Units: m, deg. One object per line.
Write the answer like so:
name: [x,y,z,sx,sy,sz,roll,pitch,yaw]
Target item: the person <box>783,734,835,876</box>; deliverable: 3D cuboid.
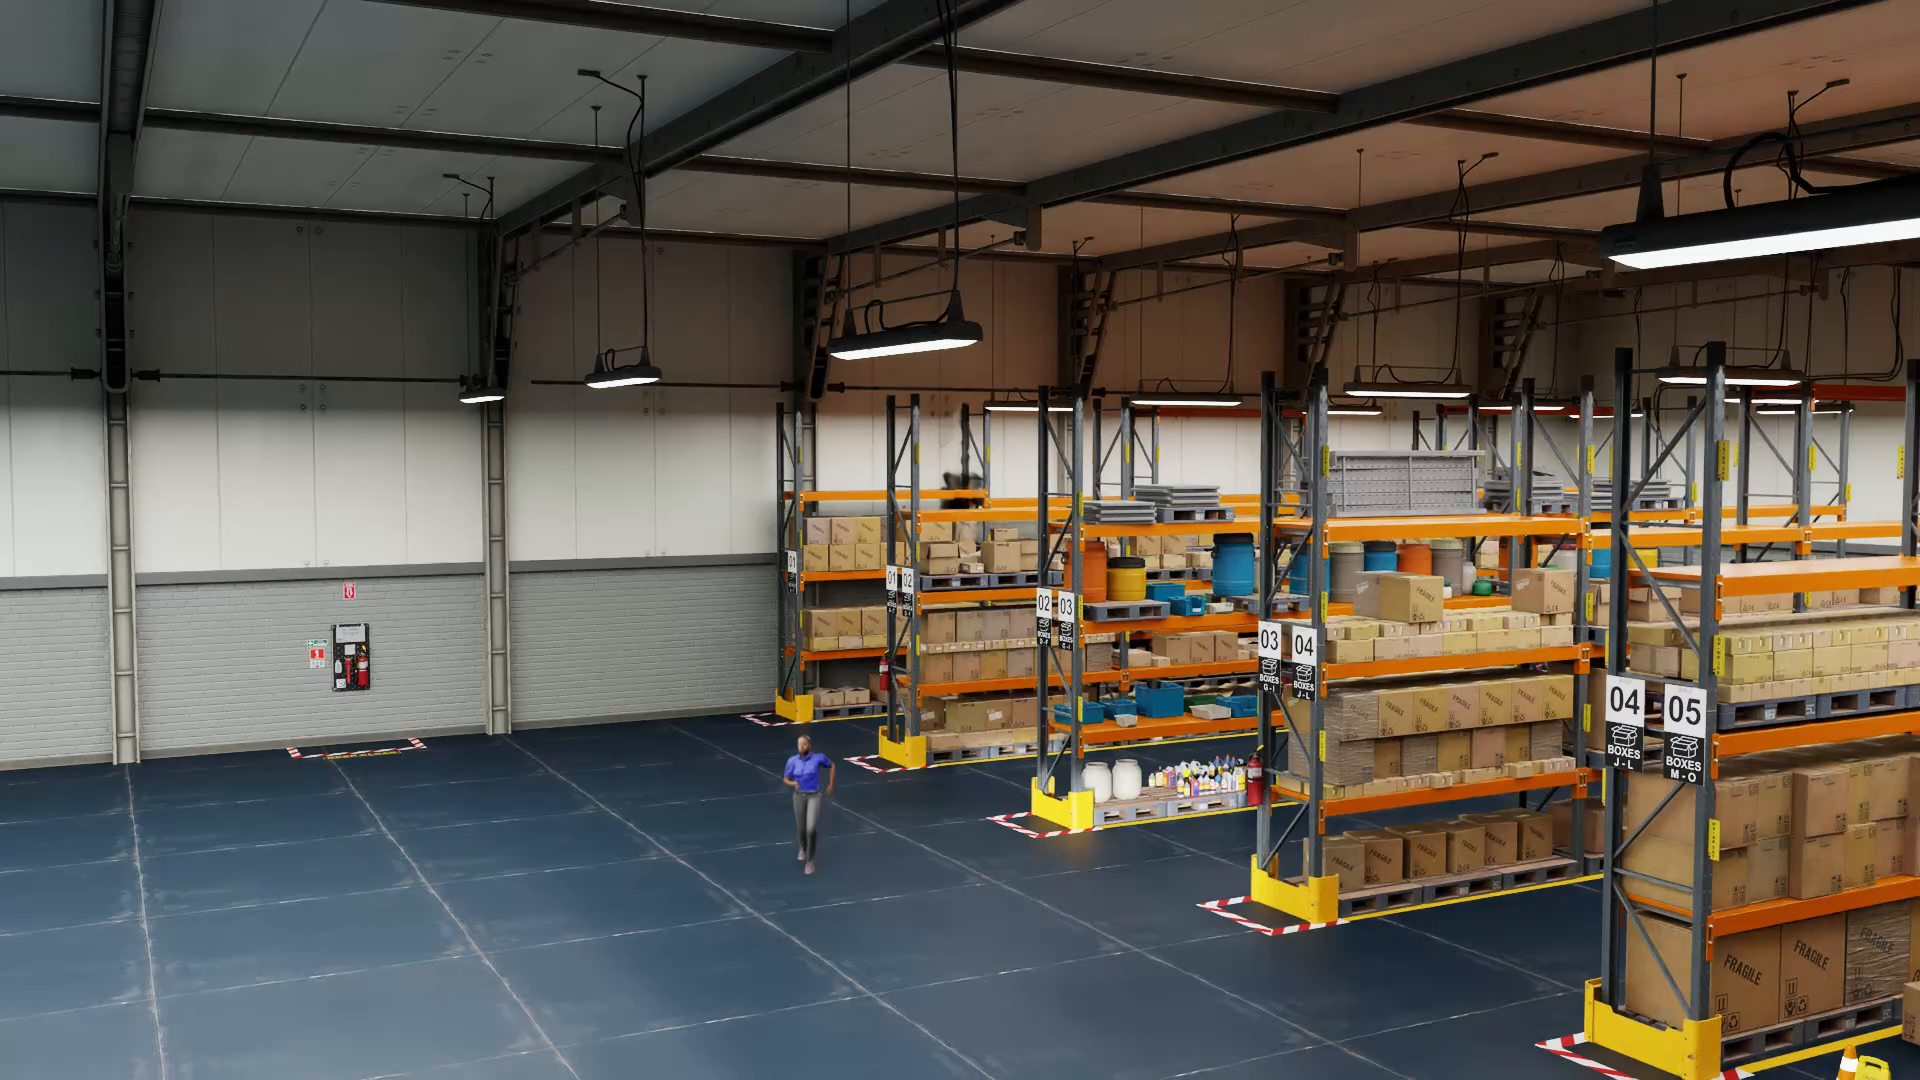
person: [-1.842,3.239,20.262,0.586,1.612,0.880,0,3,6]
